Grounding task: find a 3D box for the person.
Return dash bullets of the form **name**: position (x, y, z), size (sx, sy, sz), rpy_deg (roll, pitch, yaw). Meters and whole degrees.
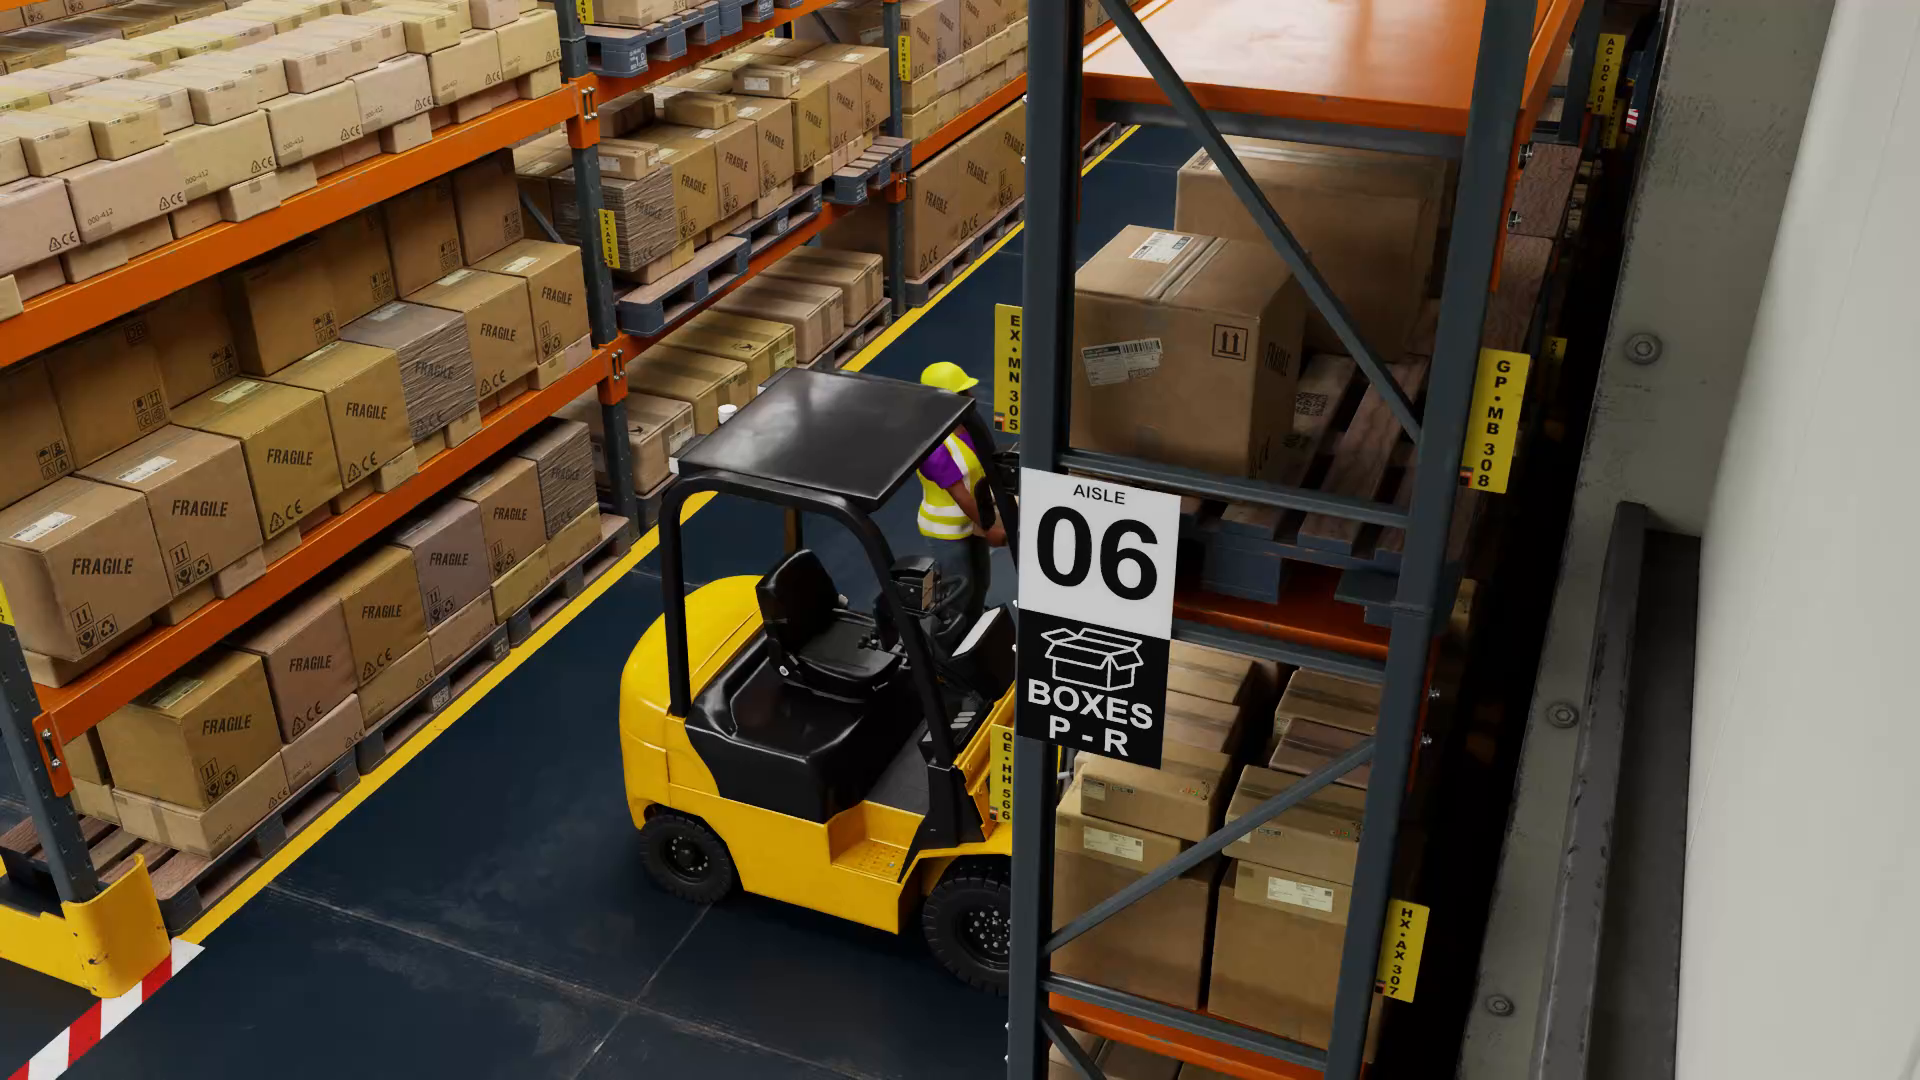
- **person**: position (0.068, -0.064, 8.494), size (0.577, 1.761, 0.502), rpy_deg (11, 31, 19)
